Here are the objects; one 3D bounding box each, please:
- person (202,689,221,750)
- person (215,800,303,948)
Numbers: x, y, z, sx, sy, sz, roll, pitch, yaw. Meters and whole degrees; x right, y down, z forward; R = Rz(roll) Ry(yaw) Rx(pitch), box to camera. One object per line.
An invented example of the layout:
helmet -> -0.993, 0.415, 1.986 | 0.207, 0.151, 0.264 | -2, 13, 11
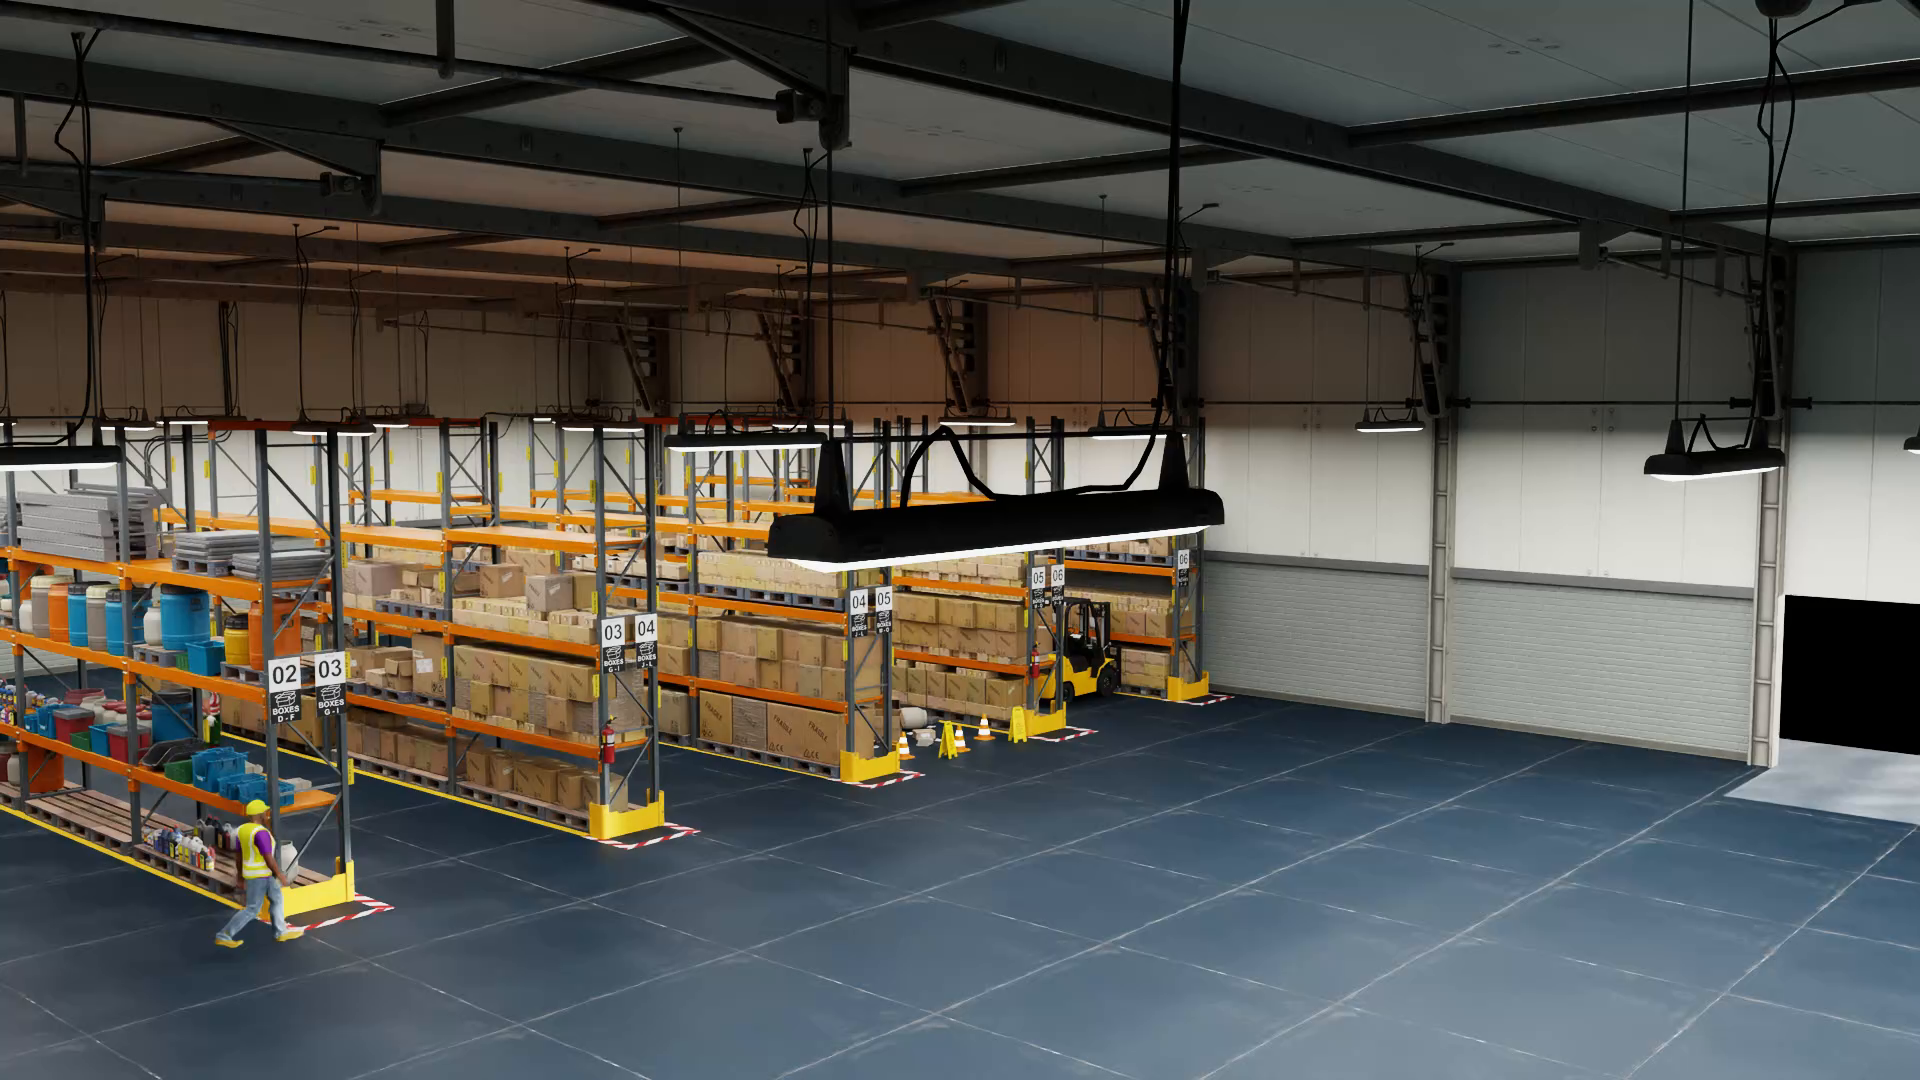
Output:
person -> -13.009, 3.044, 28.880 | 0.402, 1.792, 0.599 | 0, 5, 0
person -> -8.143, 3.874, 19.271 | 0.971, 1.728, 0.544 | -3, 5, -29
